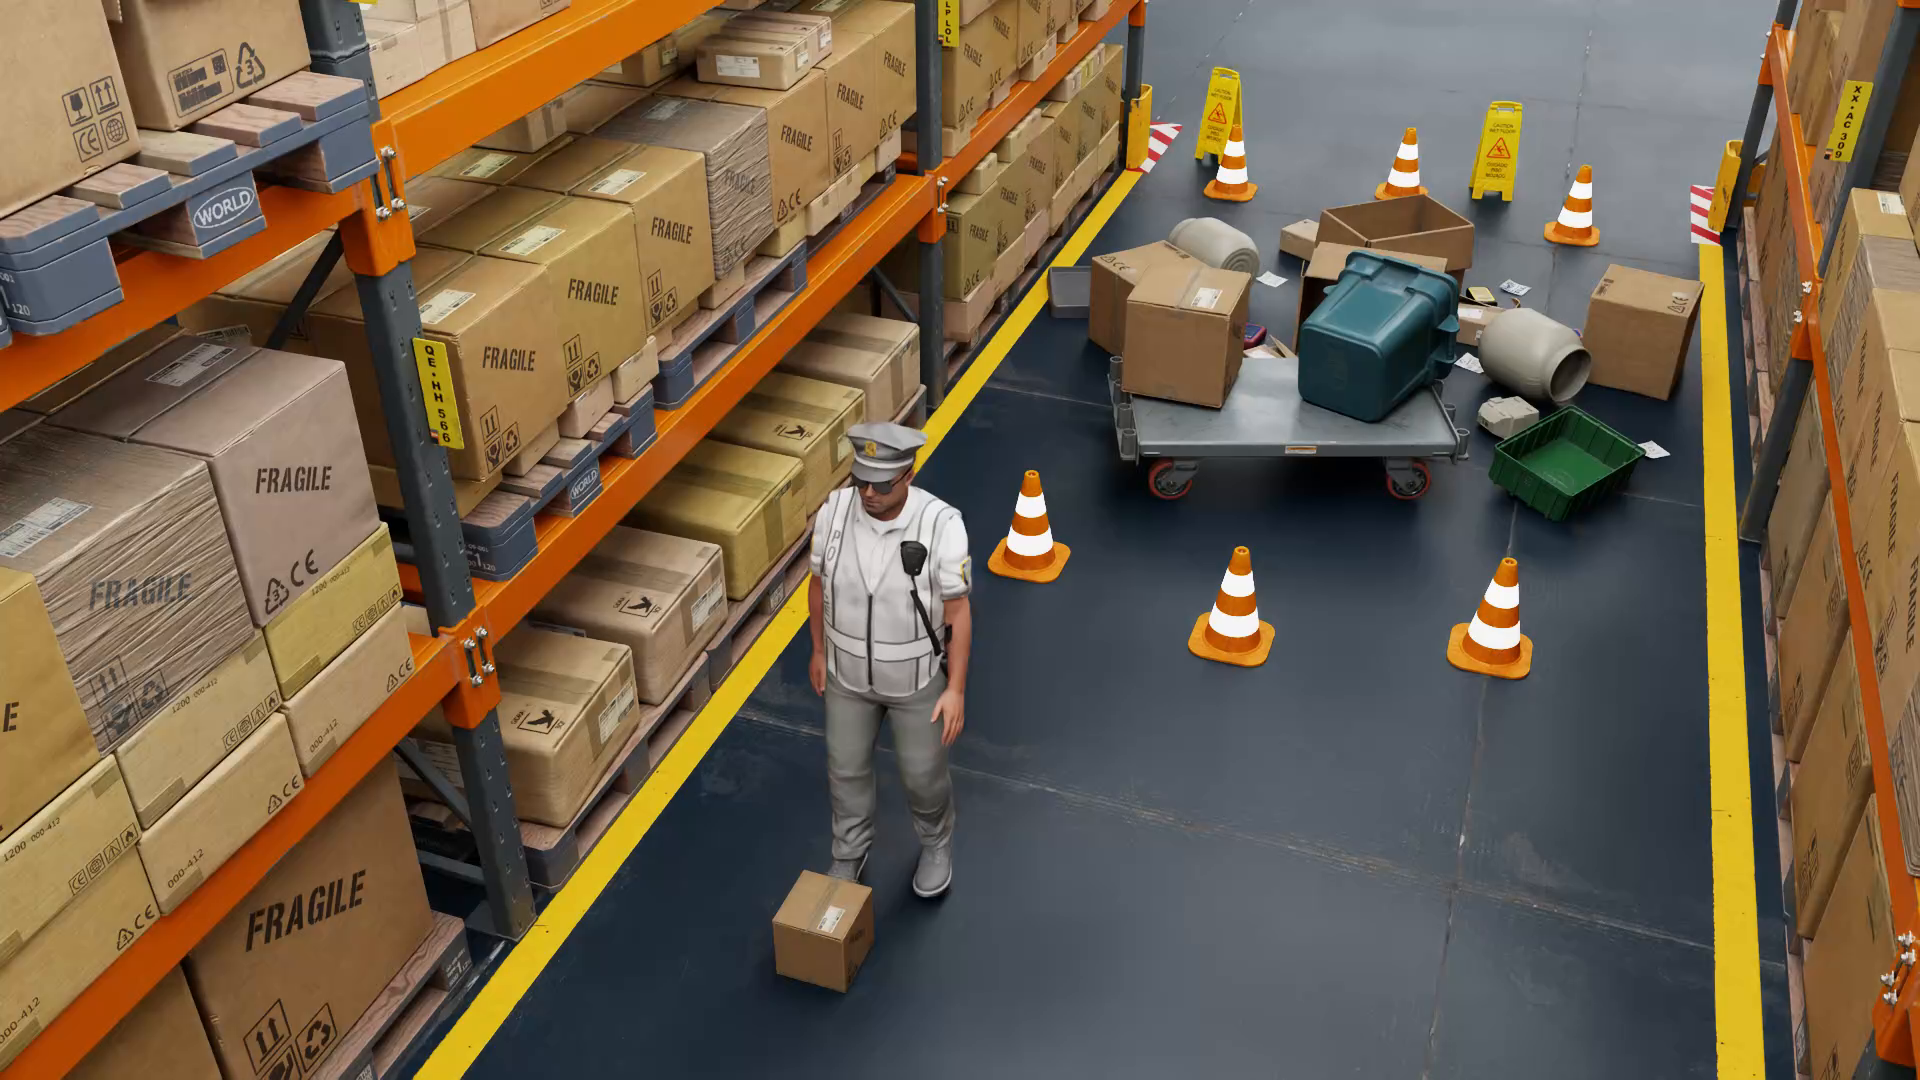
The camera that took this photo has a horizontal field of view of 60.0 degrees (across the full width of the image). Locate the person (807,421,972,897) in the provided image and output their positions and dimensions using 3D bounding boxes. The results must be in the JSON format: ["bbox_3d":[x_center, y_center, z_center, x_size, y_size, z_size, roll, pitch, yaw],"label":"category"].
[{"bbox_3d":[-0.250,0.446,5.414,0.586,1.770,0.502,8,34,12],"label":"person"}]
